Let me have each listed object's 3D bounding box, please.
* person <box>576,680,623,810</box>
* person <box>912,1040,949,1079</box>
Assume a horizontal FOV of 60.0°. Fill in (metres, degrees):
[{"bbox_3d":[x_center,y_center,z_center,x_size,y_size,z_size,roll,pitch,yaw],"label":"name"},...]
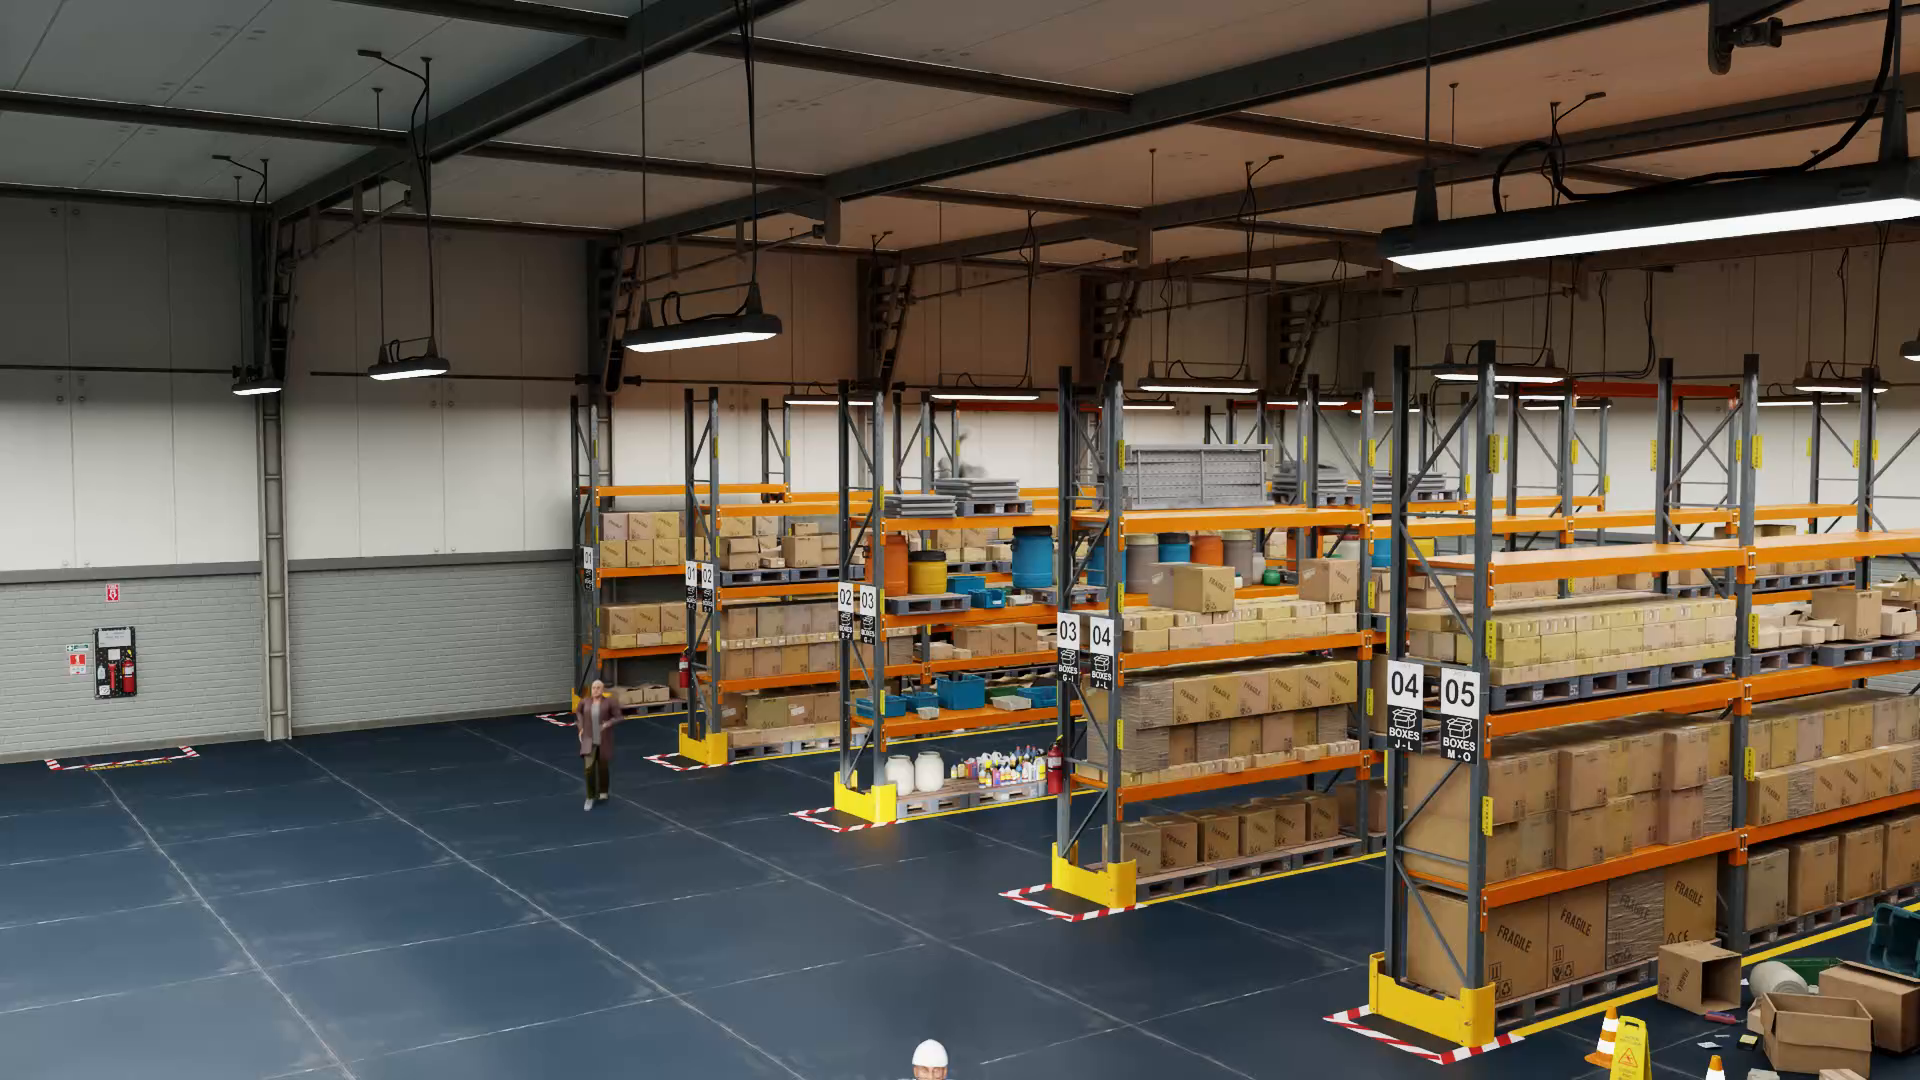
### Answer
[{"bbox_3d":[-5.088,2.884,23.431,0.688,1.840,0.836,0,3,-6],"label":"person"},{"bbox_3d":[-0.174,3.727,9.533,0.700,1.758,0.850,0,3,1],"label":"person"}]
